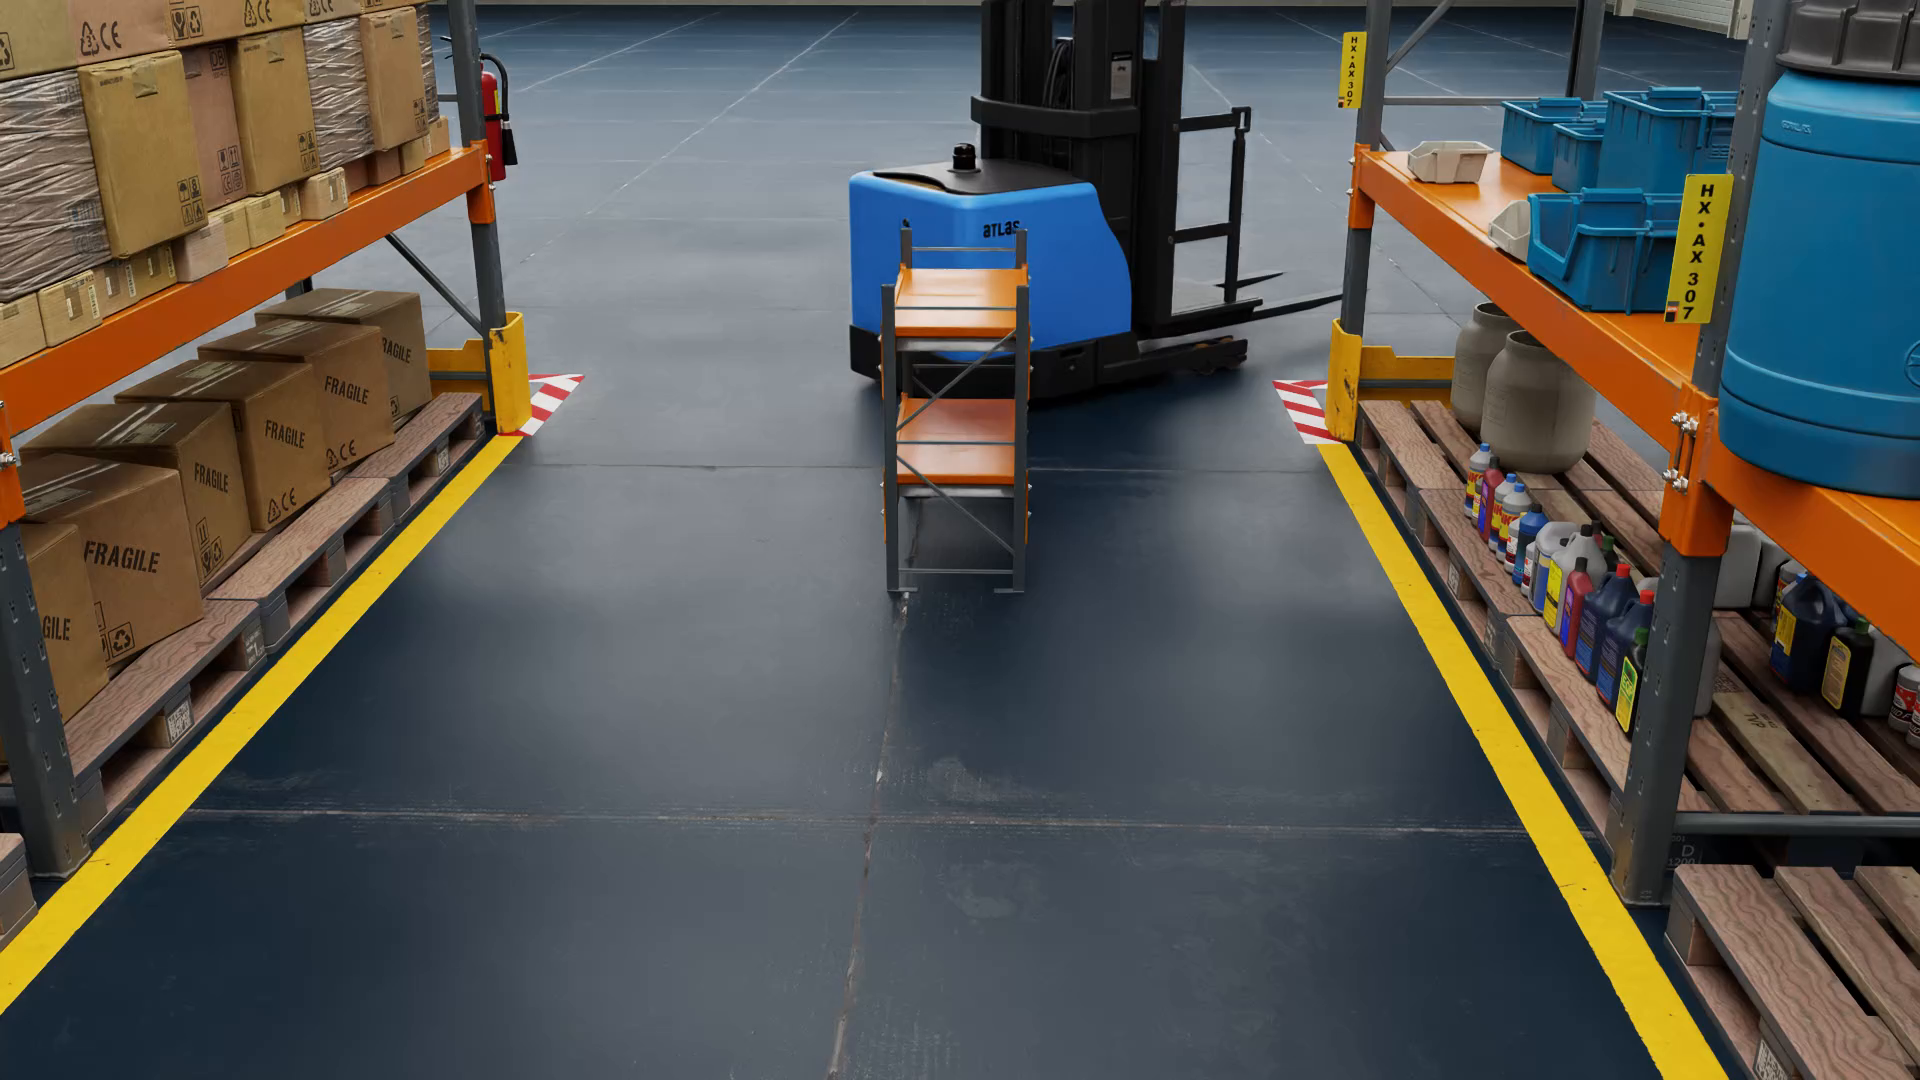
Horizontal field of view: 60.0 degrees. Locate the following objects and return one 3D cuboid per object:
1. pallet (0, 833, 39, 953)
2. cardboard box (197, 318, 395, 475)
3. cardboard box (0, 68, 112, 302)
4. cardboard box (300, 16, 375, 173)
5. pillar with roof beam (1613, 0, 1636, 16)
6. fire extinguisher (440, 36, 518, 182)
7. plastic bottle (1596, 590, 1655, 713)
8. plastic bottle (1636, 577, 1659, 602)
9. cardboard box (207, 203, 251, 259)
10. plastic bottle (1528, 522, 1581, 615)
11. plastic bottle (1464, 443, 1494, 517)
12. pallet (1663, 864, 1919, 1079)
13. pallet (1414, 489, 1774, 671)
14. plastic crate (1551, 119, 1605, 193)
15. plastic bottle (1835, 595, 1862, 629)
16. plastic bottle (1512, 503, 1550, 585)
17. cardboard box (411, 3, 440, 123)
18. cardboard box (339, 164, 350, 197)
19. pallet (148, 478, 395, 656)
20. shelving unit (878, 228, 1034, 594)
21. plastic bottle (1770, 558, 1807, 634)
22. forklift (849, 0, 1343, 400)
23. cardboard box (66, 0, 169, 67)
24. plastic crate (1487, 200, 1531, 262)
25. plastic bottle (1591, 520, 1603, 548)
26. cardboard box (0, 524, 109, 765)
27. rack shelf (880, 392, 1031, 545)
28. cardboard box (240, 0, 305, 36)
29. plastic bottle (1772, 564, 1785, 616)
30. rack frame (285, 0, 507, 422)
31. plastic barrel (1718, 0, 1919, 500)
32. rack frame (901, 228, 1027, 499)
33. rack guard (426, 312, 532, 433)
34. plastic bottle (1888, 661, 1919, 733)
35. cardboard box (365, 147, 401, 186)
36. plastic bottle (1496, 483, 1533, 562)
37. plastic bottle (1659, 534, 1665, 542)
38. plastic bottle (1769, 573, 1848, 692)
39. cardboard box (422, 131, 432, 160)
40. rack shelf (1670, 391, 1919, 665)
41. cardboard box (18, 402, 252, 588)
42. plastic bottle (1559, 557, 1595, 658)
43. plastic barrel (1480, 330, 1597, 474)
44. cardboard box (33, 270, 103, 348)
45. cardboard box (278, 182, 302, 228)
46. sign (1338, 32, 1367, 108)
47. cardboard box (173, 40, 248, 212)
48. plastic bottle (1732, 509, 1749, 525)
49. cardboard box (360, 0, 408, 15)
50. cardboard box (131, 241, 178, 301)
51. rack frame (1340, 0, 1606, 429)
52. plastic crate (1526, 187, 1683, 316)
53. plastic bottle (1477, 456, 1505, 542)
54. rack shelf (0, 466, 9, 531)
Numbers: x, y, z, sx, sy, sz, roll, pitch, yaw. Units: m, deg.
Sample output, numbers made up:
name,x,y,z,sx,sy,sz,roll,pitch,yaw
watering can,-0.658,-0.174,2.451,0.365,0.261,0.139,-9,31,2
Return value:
name,x,y,z,sx,sy,sz,roll,pitch,yaw
pallet,-2.810,1.032,3.577,1.003,0.211,1.213,1,21,2
cardboard box,-2.686,-0.584,6.762,0.500,0.500,0.500,6,22,16
cardboard box,-2.712,-0.897,4.143,0.875,0.500,0.500,1,21,2
cardboard box,-2.664,-1.620,6.007,0.875,0.500,0.500,1,21,2
pillar with roof beam,9.640,-15.261,33.419,9.100,9.000,0.400,1,21,2
fire extinguisher,-2.202,-1.996,7.633,0.296,0.674,0.183,1,21,2
plastic bottle,1.894,0.299,4.665,0.144,0.351,0.185,0,21,0
plastic bottle,2.049,0.257,4.877,0.152,0.276,0.135,1,21,2
cardboard box,-2.467,-0.959,5.200,0.380,0.149,0.250,1,21,2
plastic bottle,1.919,0.089,5.310,0.152,0.276,0.135,1,21,3
plastic bottle,1.918,-0.222,6.118,0.097,0.271,0.097,0,21,0
pallet,2.178,1.090,3.429,1.003,0.211,1.213,1,21,2
pallet,2.259,0.121,5.926,1.003,0.211,1.213,1,21,2
plastic crate,2.543,-1.453,6.332,0.499,0.251,0.408,1,21,2
plastic bottle,2.602,0.248,4.797,0.144,0.351,0.185,1,21,3
plastic bottle,1.898,0.011,5.516,0.097,0.271,0.097,0,21,0
cardboard box,-2.710,-1.982,6.941,0.875,0.500,0.500,1,21,2
cardboard box,-2.490,-1.321,6.134,0.380,0.149,0.250,1,21,2
pallet,-2.768,0.065,6.069,1.003,0.211,1.213,1,21,2
shelving unit,0.000,-0.522,6.319,0.538,1.125,1.048,1,21,2
plastic bottle,2.575,0.163,5.126,0.097,0.271,0.097,0,21,0
forklift,0.916,-2.374,8.595,3.031,2.935,1.130,-15,26,-34
cardboard box,-2.506,-1.541,4.423,0.500,0.500,0.500,1,21,2
plastic crate,1.959,-0.962,5.225,0.530,0.136,0.437,1,21,2
plastic bottle,2.025,0.087,5.306,0.061,0.283,0.133,1,21,2
cardboard box,-2.736,0.276,4.546,0.500,0.500,0.500,0,21,0
rack shelf,0.000,-0.294,6.408,0.538,0.278,1.000,1,21,2
cardboard box,-2.486,-1.903,5.355,0.500,0.500,0.500,1,21,2
plastic bottle,2.640,0.147,5.263,0.097,0.201,0.097,0,21,0
rack frame,-2.666,-1.995,7.525,1.000,3.000,0.127,1,21,2
plastic barrel,1.848,-0.592,3.215,0.600,0.901,0.708,1,21,2
rack frame,0.015,-0.706,6.793,0.500,1.125,0.032,1,21,2
rack guard,-2.668,-0.803,7.906,1.175,0.500,0.348,1,21,2
plastic bottle,2.617,0.421,4.558,0.097,0.201,0.097,0,21,0
cardboard box,-2.456,-1.501,6.599,0.380,0.149,0.250,1,21,2
plastic bottle,1.904,-0.062,5.705,0.097,0.271,0.097,0,21,0
plastic bottle,2.525,-0.121,5.841,0.061,0.283,0.133,1,21,2
plastic bottle,2.458,0.246,4.801,0.144,0.351,0.185,1,21,2
cardboard box,-2.477,-1.683,7.066,0.380,0.149,0.250,1,21,2
rack shelf,2.102,0.564,1.924,1.077,0.370,4.000,1,21,2
cardboard box,-2.785,-0.156,5.660,0.500,0.500,0.500,-1,21,-3
plastic bottle,1.863,0.202,5.009,0.061,0.283,0.133,2,21,5
plastic barrel,2.326,-0.557,6.676,0.421,0.512,0.421,0,21,0
cardboard box,-2.460,-0.597,4.268,0.380,0.149,0.250,1,21,2
cardboard box,-2.486,-1.140,5.667,0.380,0.149,0.250,1,21,2
sign,1.735,-2.078,7.354,0.100,0.325,0.005,1,21,2
cardboard box,-2.747,-1.259,5.077,0.875,0.500,0.500,1,21,2
plastic bottle,2.626,-0.041,5.543,0.144,0.351,0.185,2,21,4
cardboard box,-2.445,-2.264,6.287,0.500,0.500,0.500,1,21,2
cardboard box,-2.482,-0.778,4.735,0.380,0.149,0.250,1,21,2
rack frame,2.285,-1.941,7.385,1.000,3.000,0.127,1,21,2
plastic crate,1.925,-0.829,4.723,0.499,0.251,0.616,1,21,2
plastic bottle,1.893,-0.146,5.905,0.061,0.283,0.133,1,21,3
rack shelf,-2.849,0.509,2.064,1.077,0.370,4.000,1,21,2
